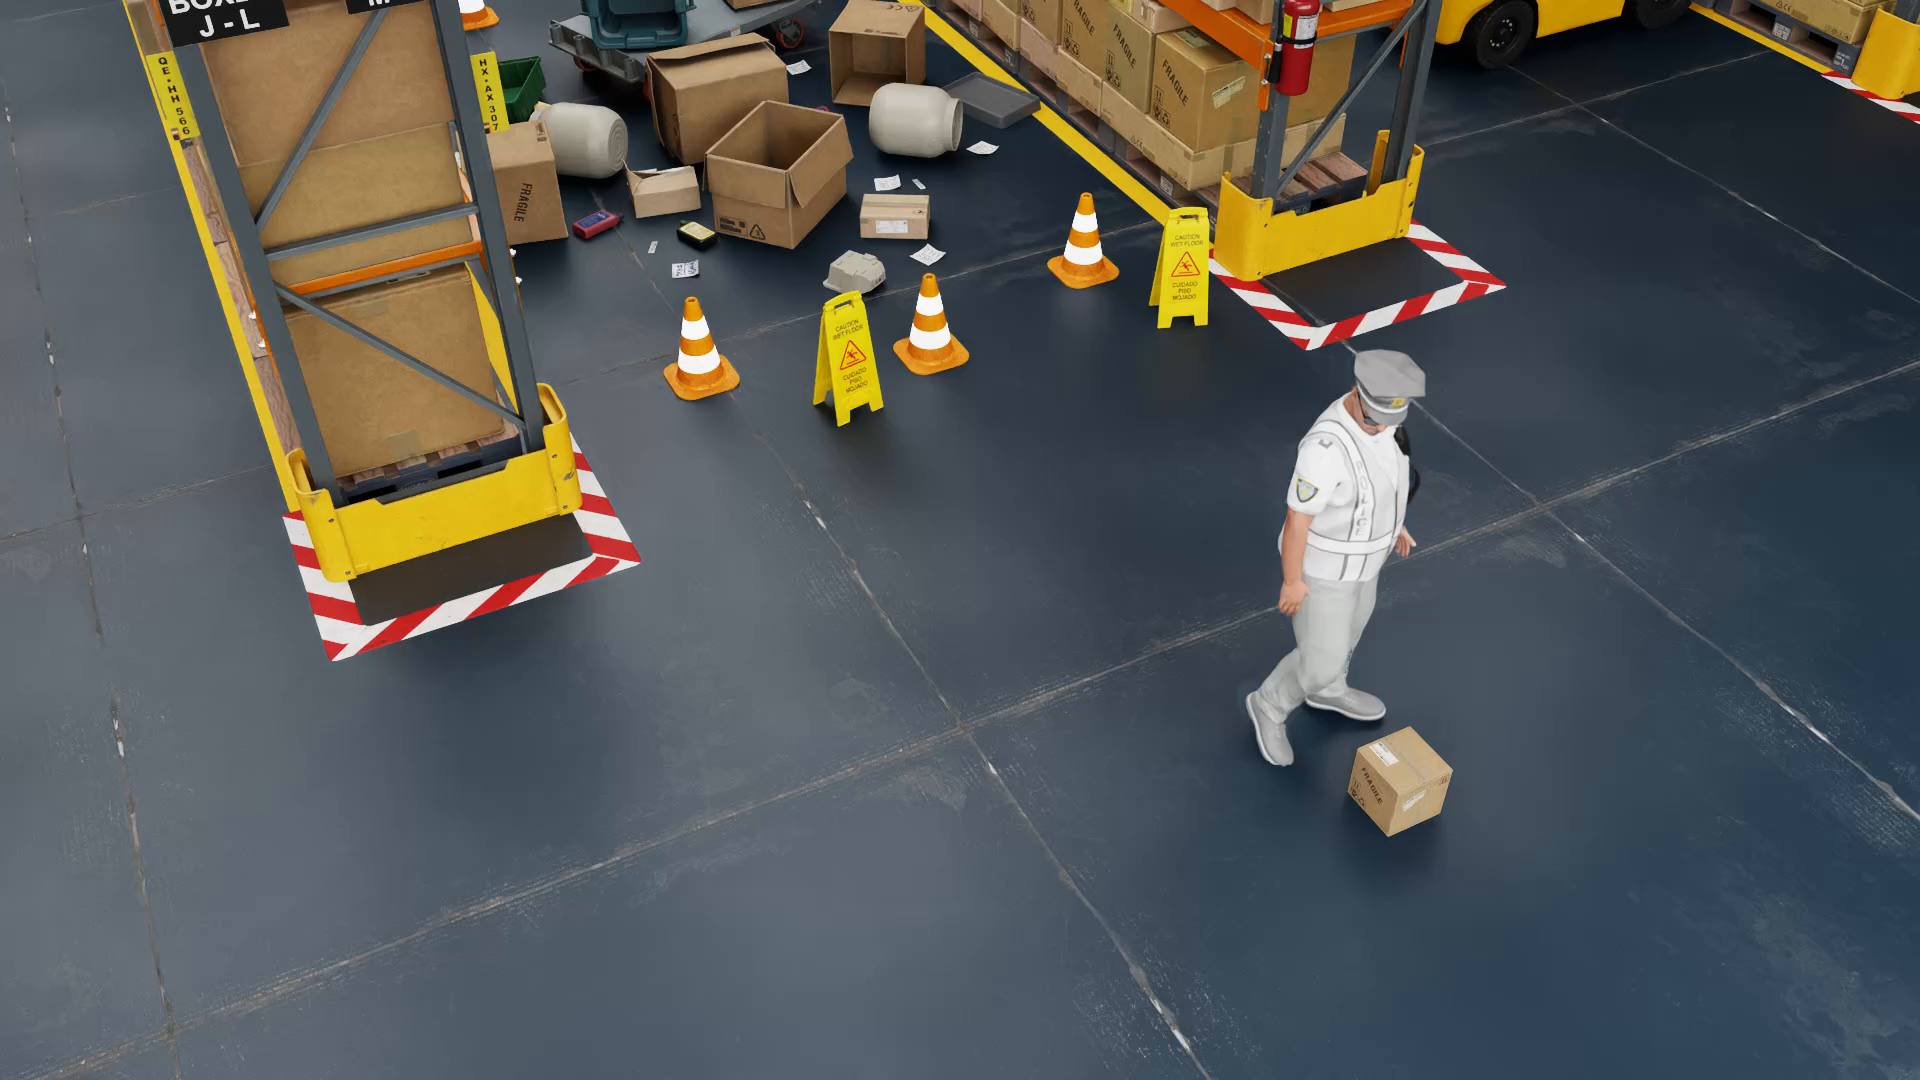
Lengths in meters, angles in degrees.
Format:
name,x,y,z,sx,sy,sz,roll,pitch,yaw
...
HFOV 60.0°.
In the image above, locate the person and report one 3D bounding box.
name,x,y,z,sx,sy,sz,roll,pitch,yaw
person,1.417,0.069,6.100,0.455,1.793,0.619,25,47,26
